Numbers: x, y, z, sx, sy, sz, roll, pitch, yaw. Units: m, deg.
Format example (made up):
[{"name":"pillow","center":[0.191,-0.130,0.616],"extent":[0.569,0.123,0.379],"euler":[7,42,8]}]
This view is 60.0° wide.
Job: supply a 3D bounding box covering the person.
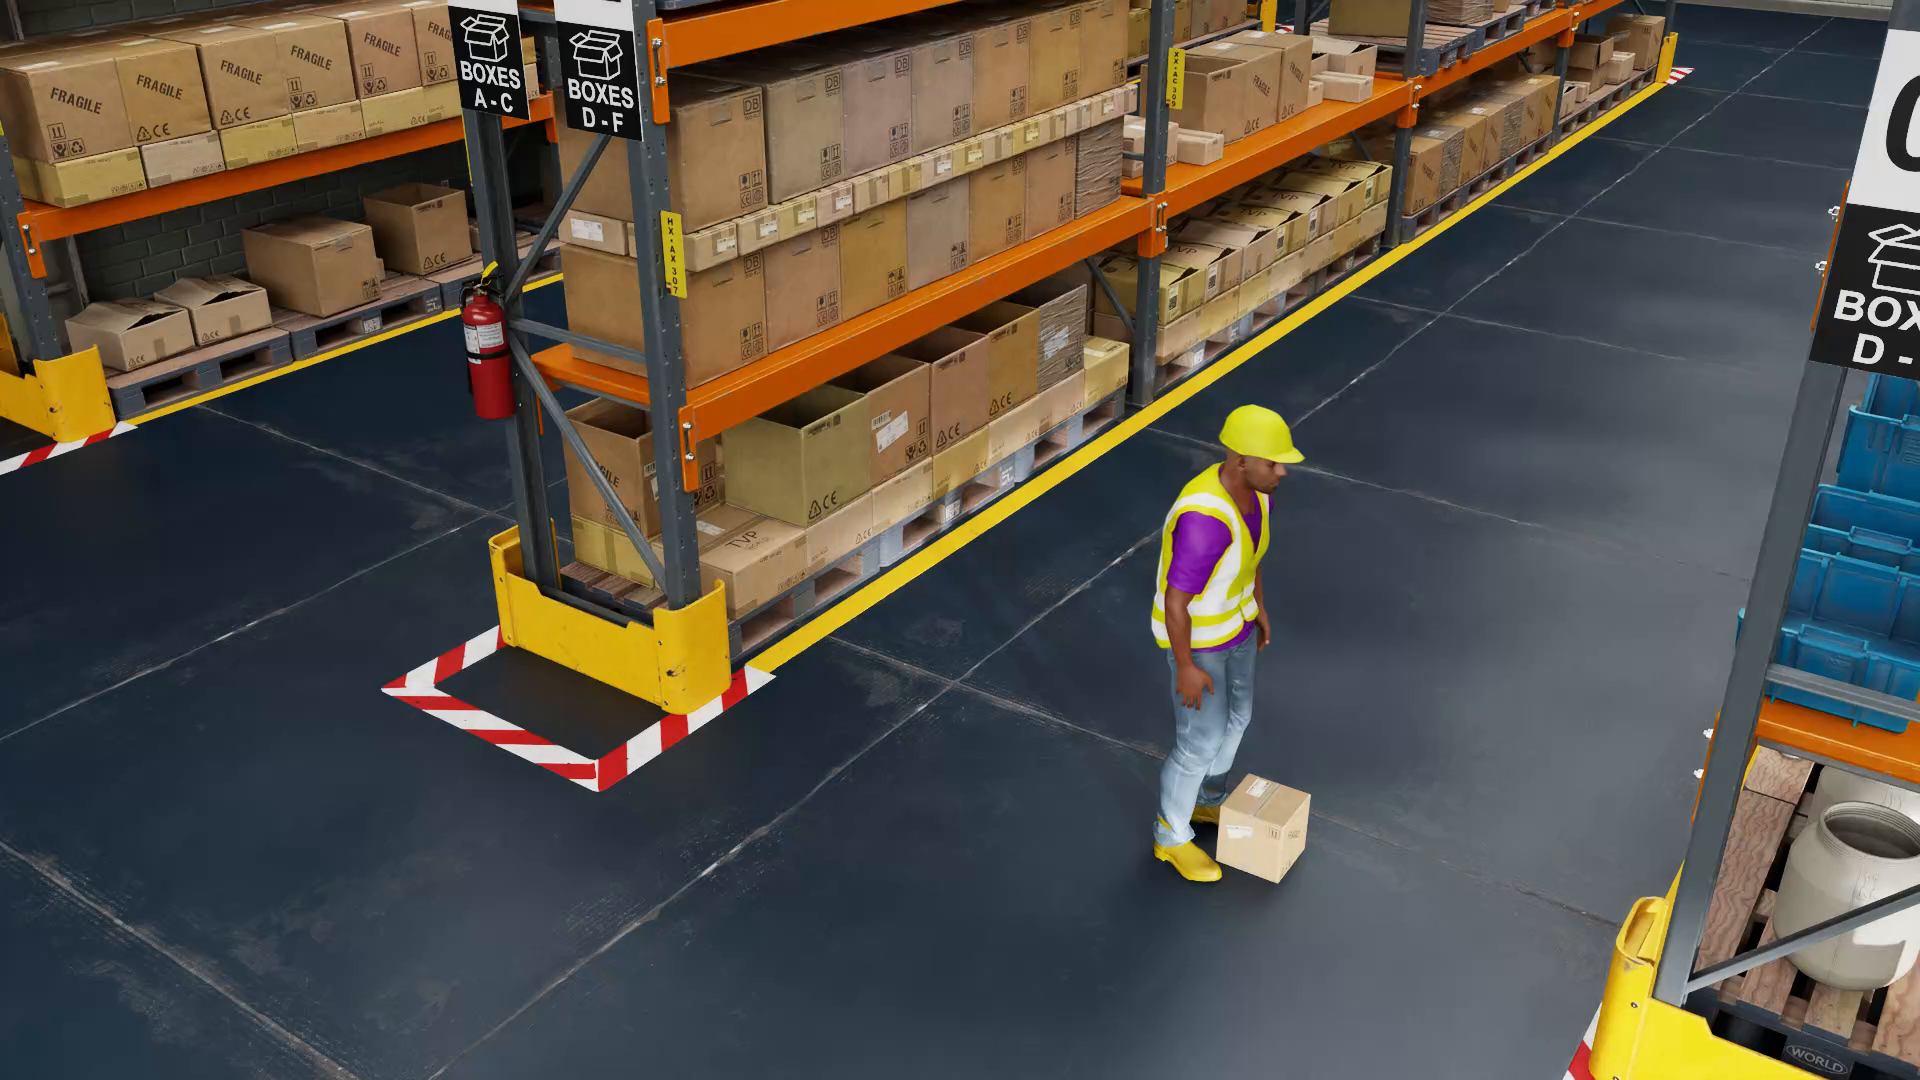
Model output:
[{"name":"person","center":[0.928,0.340,5.923],"extent":[0.458,1.761,0.626],"euler":[17,32,30]}]
